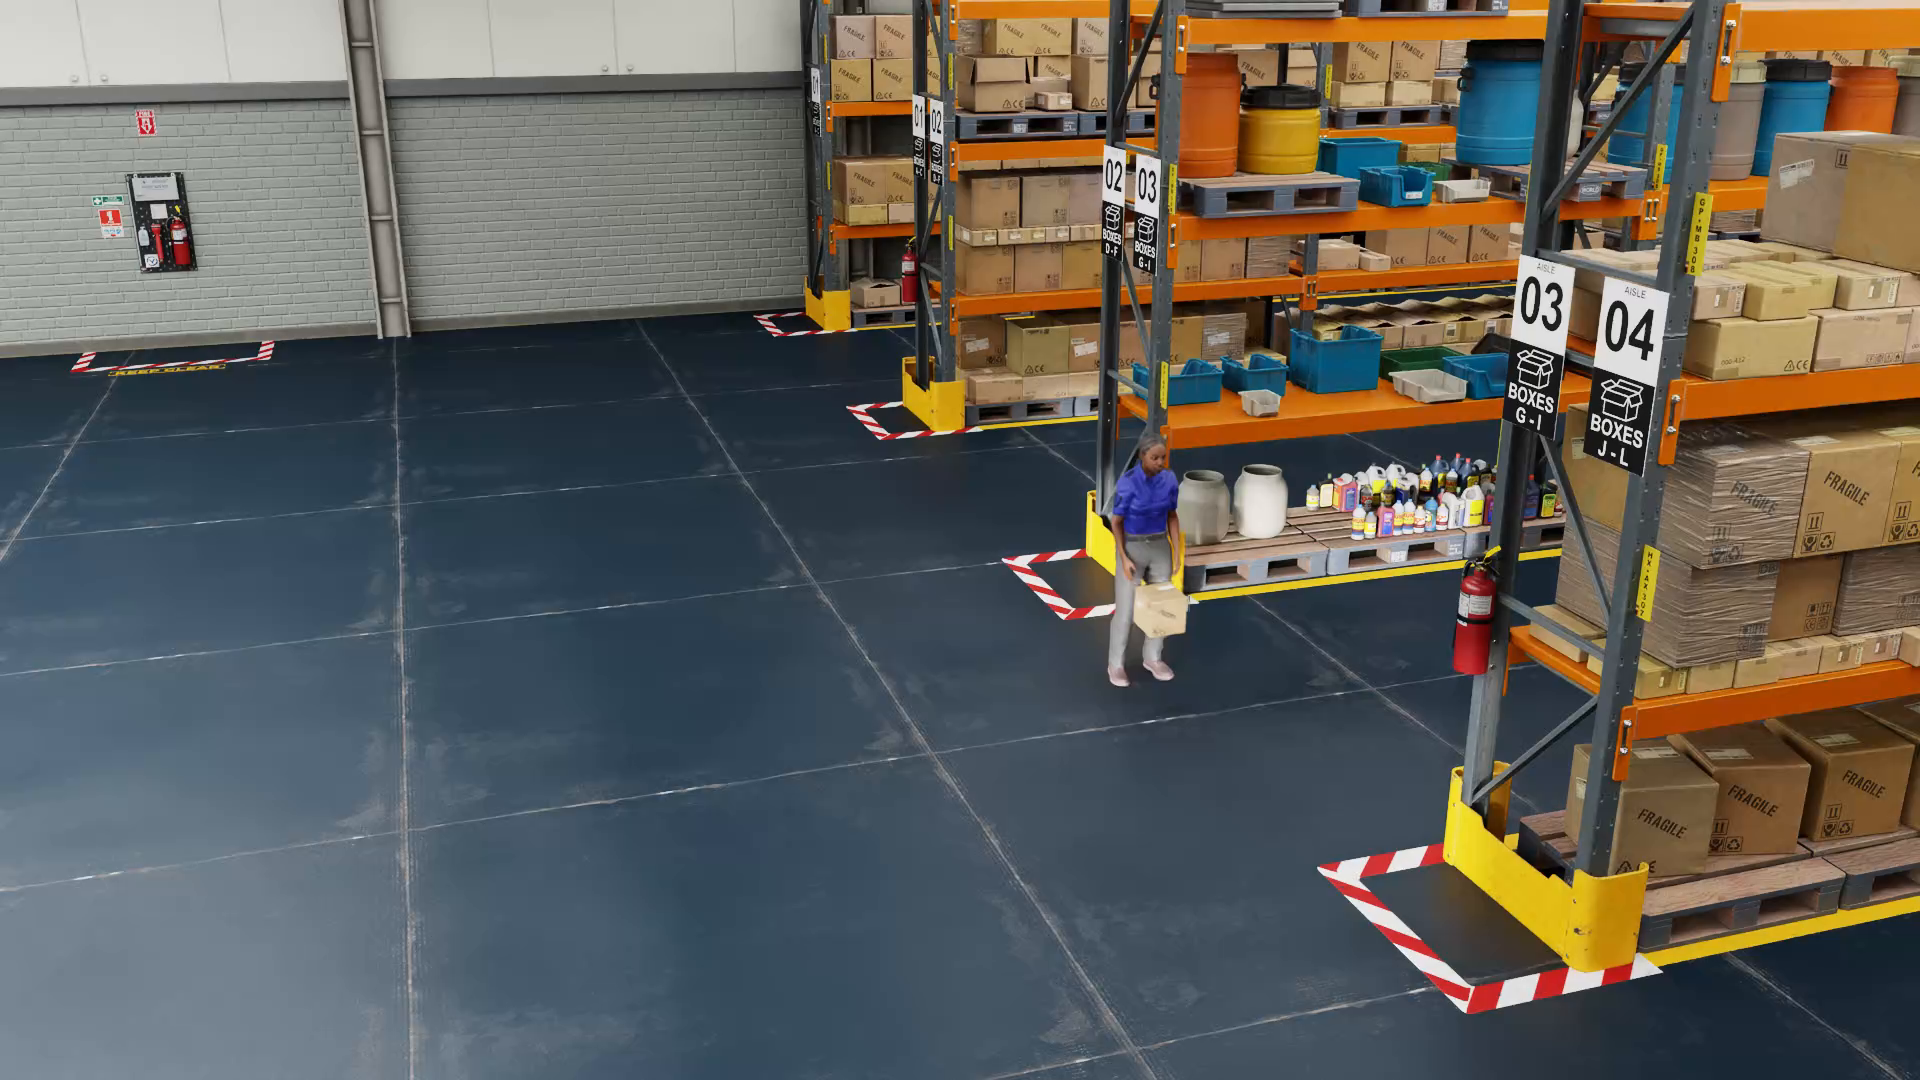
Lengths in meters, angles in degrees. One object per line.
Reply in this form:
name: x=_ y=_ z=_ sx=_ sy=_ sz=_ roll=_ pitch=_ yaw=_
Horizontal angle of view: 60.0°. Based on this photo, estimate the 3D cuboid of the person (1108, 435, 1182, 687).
person: x=1.201 y=0.109 z=10.766 sx=0.522 sy=1.653 sz=0.350 roll=-7 pitch=21 yaw=-20
